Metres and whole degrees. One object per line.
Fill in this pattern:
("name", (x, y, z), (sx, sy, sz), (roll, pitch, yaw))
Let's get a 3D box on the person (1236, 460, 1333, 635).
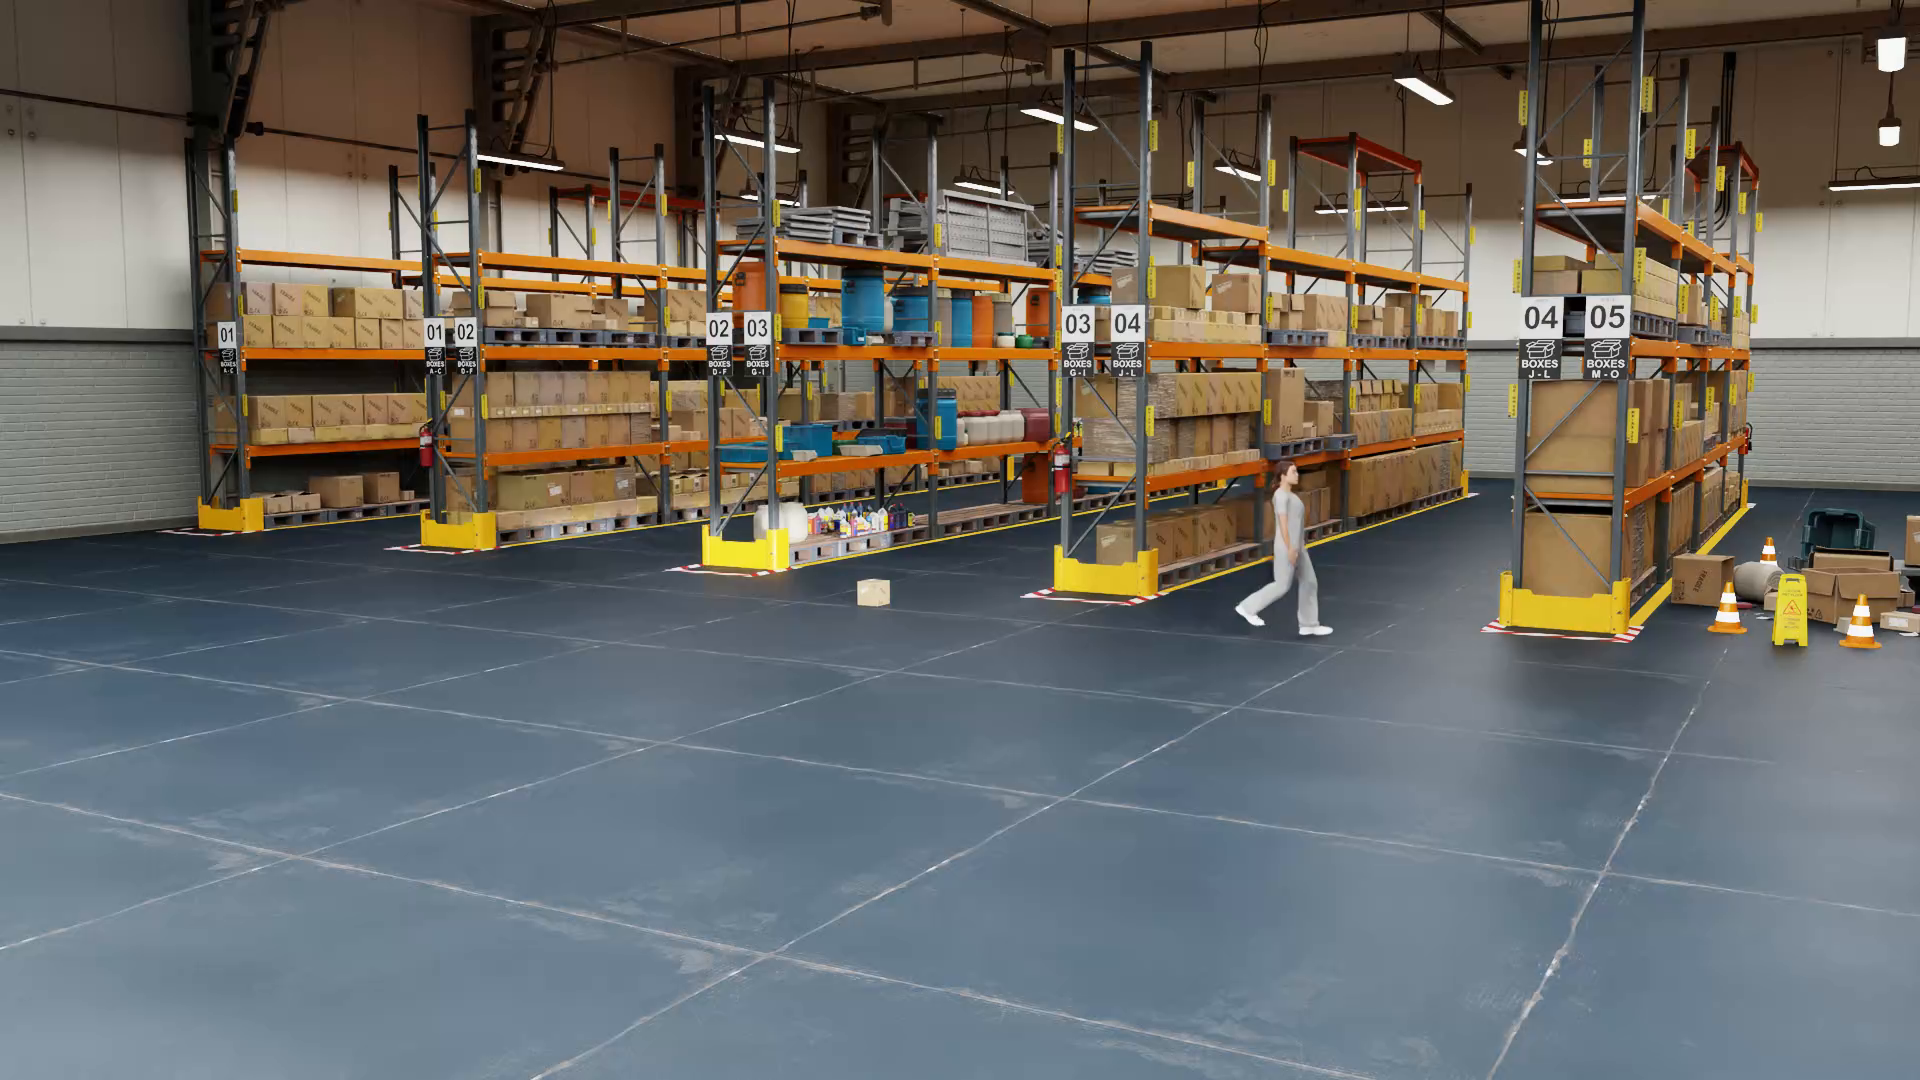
("person", (3.058, 0.072, 15.641), (0.898, 1.631, 0.451), (3, 7, 25))
